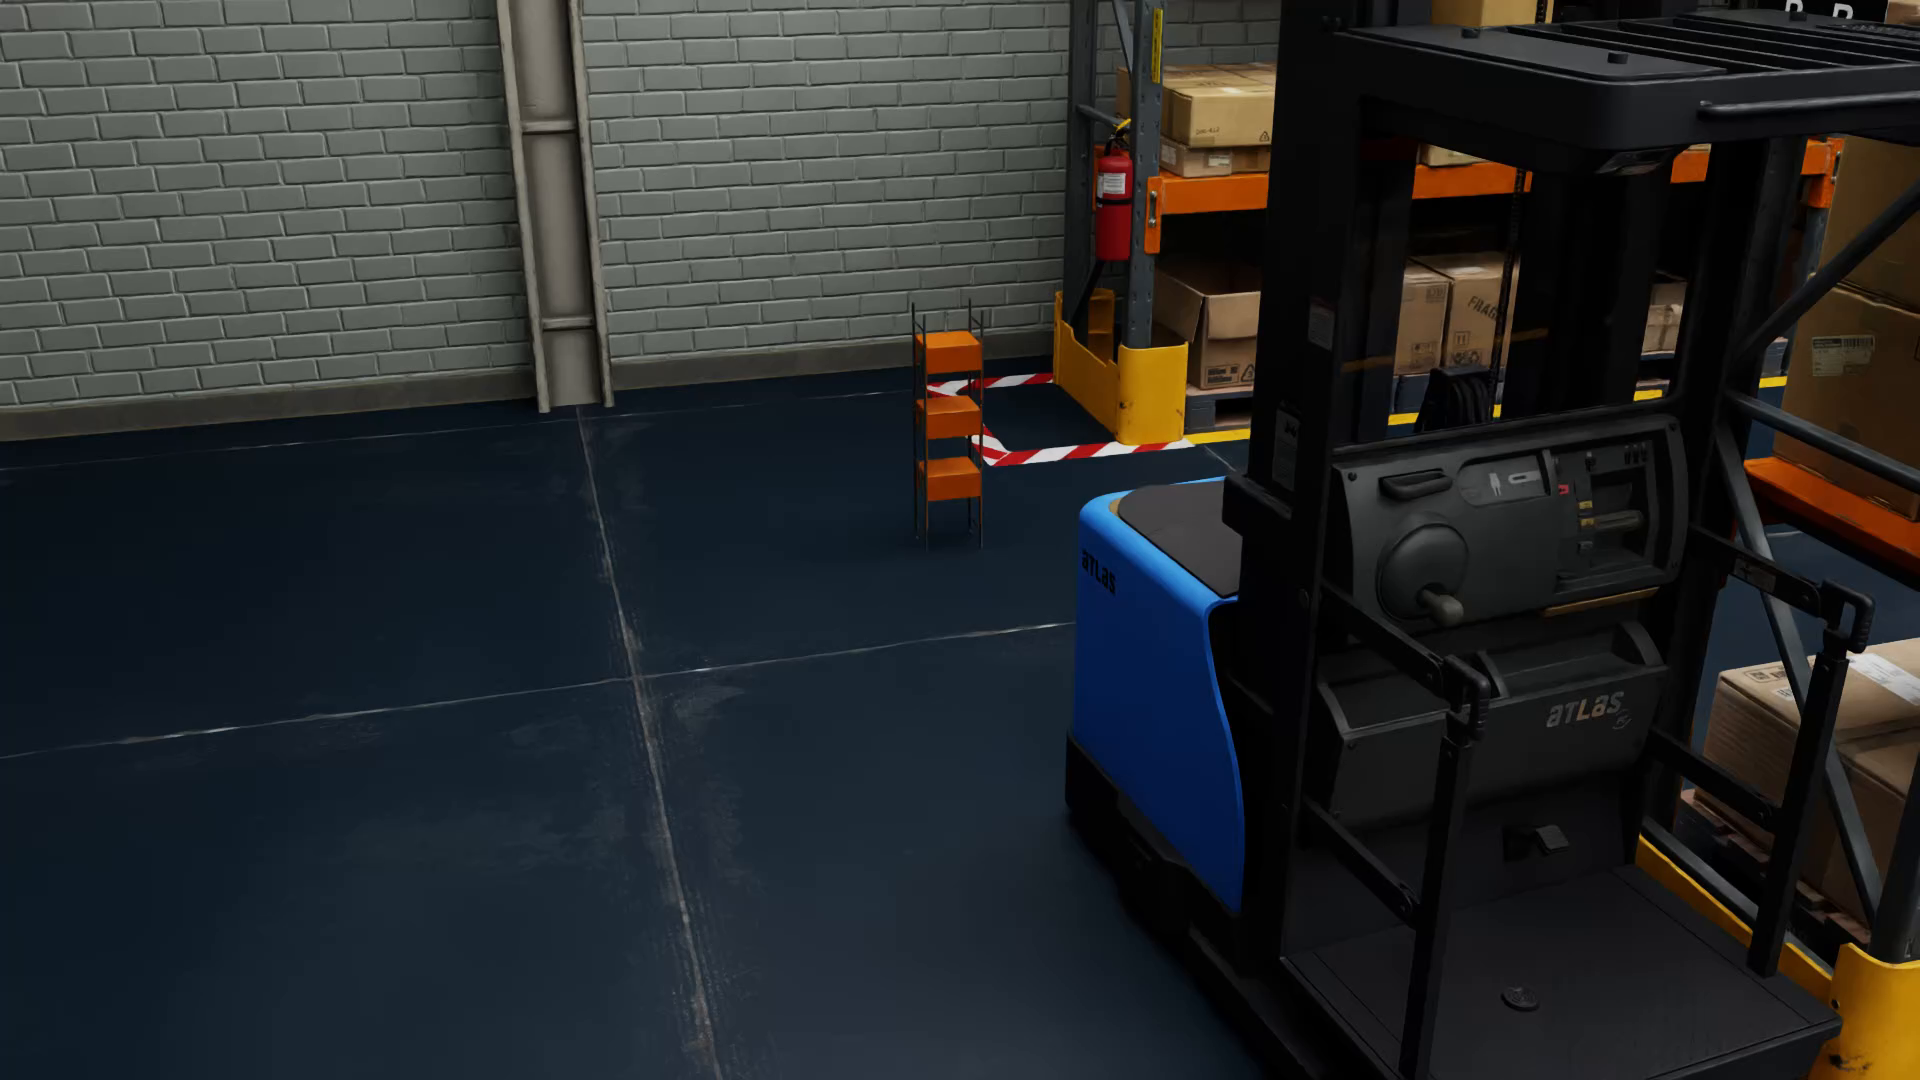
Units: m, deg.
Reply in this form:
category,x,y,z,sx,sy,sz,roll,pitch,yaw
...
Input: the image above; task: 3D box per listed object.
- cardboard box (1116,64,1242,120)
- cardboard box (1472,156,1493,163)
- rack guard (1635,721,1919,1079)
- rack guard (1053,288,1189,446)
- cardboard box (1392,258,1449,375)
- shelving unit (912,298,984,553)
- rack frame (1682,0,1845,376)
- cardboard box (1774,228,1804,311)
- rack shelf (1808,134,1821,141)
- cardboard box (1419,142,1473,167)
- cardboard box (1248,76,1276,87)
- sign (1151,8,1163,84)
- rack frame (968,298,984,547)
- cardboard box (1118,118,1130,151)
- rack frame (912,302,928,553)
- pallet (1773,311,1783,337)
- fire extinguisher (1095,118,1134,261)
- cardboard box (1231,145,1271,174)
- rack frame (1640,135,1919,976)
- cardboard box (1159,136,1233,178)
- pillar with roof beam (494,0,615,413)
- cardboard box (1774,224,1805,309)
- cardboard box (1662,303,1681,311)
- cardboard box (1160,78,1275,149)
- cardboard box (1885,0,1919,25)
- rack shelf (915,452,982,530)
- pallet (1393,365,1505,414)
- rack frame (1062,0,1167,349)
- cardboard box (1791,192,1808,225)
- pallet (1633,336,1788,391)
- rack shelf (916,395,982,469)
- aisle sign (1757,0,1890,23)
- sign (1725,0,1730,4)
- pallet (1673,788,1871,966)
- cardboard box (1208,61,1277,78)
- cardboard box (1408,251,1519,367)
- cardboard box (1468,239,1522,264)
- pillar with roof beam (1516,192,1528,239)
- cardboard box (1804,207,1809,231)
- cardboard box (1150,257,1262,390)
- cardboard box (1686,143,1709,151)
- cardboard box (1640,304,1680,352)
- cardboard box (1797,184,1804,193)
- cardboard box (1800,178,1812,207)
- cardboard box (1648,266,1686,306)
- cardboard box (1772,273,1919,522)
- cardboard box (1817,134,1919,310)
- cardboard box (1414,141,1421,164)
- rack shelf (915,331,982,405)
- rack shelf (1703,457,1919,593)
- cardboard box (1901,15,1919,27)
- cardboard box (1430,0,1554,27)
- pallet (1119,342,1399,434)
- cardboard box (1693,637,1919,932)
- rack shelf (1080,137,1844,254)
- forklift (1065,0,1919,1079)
category,x,y,z,sx,sy,sz,roll,pitch,yaw
cardboard box,1.126,-2.295,8.607,0.500,0.250,0.500,-6,24,-13
cardboard box,2.647,-2.047,8.534,0.250,0.149,0.380,-6,24,-13
rack guard,2.076,0.958,4.383,0.348,0.500,1.175,-6,24,-14
rack guard,0.828,-0.937,8.799,0.348,0.500,1.175,-6,24,-14
cardboard box,2.203,-1.227,8.943,0.500,0.500,0.700,-5,24,-12
shelving unit,-0.052,-0.477,7.030,0.252,1.050,0.215,-6,24,-14
rack frame,4.606,-2.503,9.280,0.127,3.000,1.000,-6,24,-14
cardboard box,5.133,-1.514,9.611,0.500,0.500,0.500,-5,24,-12
rack shelf,6.532,-2.386,9.918,4.000,0.370,1.077,-6,24,-14
cardboard box,2.399,-2.011,8.451,0.250,0.149,0.380,-7,24,-16
cardboard box,1.750,-2.145,8.257,0.500,0.250,0.500,-6,24,-14
sign,0.901,-2.269,7.636,0.005,0.325,0.100,-6,24,-14
rack frame,0.066,-0.490,7.060,0.008,1.050,0.200,-6,24,-14
cardboard box,1.001,-2.099,8.656,0.250,0.149,0.380,-7,24,-15
rack frame,-0.169,-0.464,6.999,0.008,1.050,0.200,-6,24,-14
pallet,5.379,-1.323,10.065,1.213,0.211,1.003,-6,24,-14
fire extinguisher,0.738,-1.679,7.930,0.183,0.674,0.296,-6,24,-14
cardboard box,1.378,-1.937,8.279,0.250,0.149,0.380,-6,24,-13
rack frame,2.099,-0.193,3.896,0.127,3.000,1.000,-6,24,-14
cardboard box,1.145,-1.893,8.175,0.250,0.149,0.380,-6,24,-15
pillar with roof beam,-0.922,-3.255,3.423,0.400,9.000,9.100,-6,24,-14
cardboard box,4.999,-1.712,10.073,0.500,0.500,0.500,-6,24,-15
cardboard box,4.149,-1.215,9.361,0.250,0.149,0.380,-7,24,-16
cardboard box,1.264,-2.091,8.132,0.500,0.250,0.500,-6,24,-14
cardboard box,5.132,-2.709,9.099,0.500,0.500,0.700,-6,24,-13
rack shelf,-0.052,-0.212,7.143,0.240,0.259,0.215,-6,24,-14
pallet,2.768,-1.017,9.354,1.213,0.211,1.003,-6,24,-14
rack frame,0.755,-2.077,8.287,0.127,3.000,1.000,-6,24,-14
cardboard box,4.882,-1.994,9.908,0.250,0.149,0.380,-7,24,-16
pallet,3.944,-1.149,9.660,1.213,0.211,1.003,-6,24,-14
rack shelf,-0.052,-0.467,7.034,0.240,0.259,0.215,-6,24,-14
aisle sign,1.946,-1.498,3.640,0.004,0.787,0.394,-6,24,-14
sign,4.453,-3.246,9.542,0.005,0.325,0.100,-6,24,-14
pallet,2.848,0.974,4.713,1.213,0.211,1.003,-6,24,-14
cardboard box,1.623,-2.349,8.734,0.500,0.250,0.500,-6,24,-14
cardboard box,2.739,-1.245,8.985,0.500,0.500,0.500,-6,24,-13
cardboard box,3.202,-1.337,9.200,0.500,0.500,0.700,-7,24,-16
pillar with roof beam,4.855,-3.894,4.912,0.400,9.000,9.100,-6,24,-14
cardboard box,5.023,-1.783,9.416,0.250,0.149,0.380,-5,24,-12
cardboard box,1.369,-1.152,8.764,0.637,0.503,0.797,-7,24,-16
cardboard box,3.879,-2.185,8.857,0.250,0.149,0.380,-6,24,-13
cardboard box,3.805,-1.231,9.249,0.258,0.266,0.396,-5,24,-12
cardboard box,5.134,-2.024,9.979,0.250,0.149,0.380,-6,24,-14
cardboard box,5.007,-1.942,9.411,0.250,0.149,0.380,-7,24,-15
cardboard box,3.906,-1.480,9.772,0.500,0.311,0.500,-5,24,-12
cardboard box,2.492,-0.391,4.230,0.500,0.500,0.500,-6,24,-14
cardboard box,2.499,-0.840,4.009,0.500,0.500,0.500,-6,24,-13
cardboard box,2.135,-2.012,8.455,0.250,0.149,0.380,-6,24,-14
rack shelf,-0.052,-0.728,6.922,0.240,0.259,0.215,-6,24,-14
rack shelf,4.025,-0.075,4.534,4.000,0.370,1.077,-6,24,-14
cardboard box,2.391,-1.111,3.817,0.250,0.149,0.380,-6,24,-14
cardboard box,2.708,-2.595,8.357,0.500,0.500,0.500,-6,24,-13
pallet,1.595,-0.889,9.054,1.213,0.211,1.003,-6,24,-14
cardboard box,2.708,0.683,4.571,0.875,0.438,0.875,-7,24,-16
rack shelf,2.680,-1.960,8.925,4.000,0.370,1.077,-6,24,-14
forklift,1.343,-0.017,3.572,1.130,2.935,3.031,-9,25,-20
